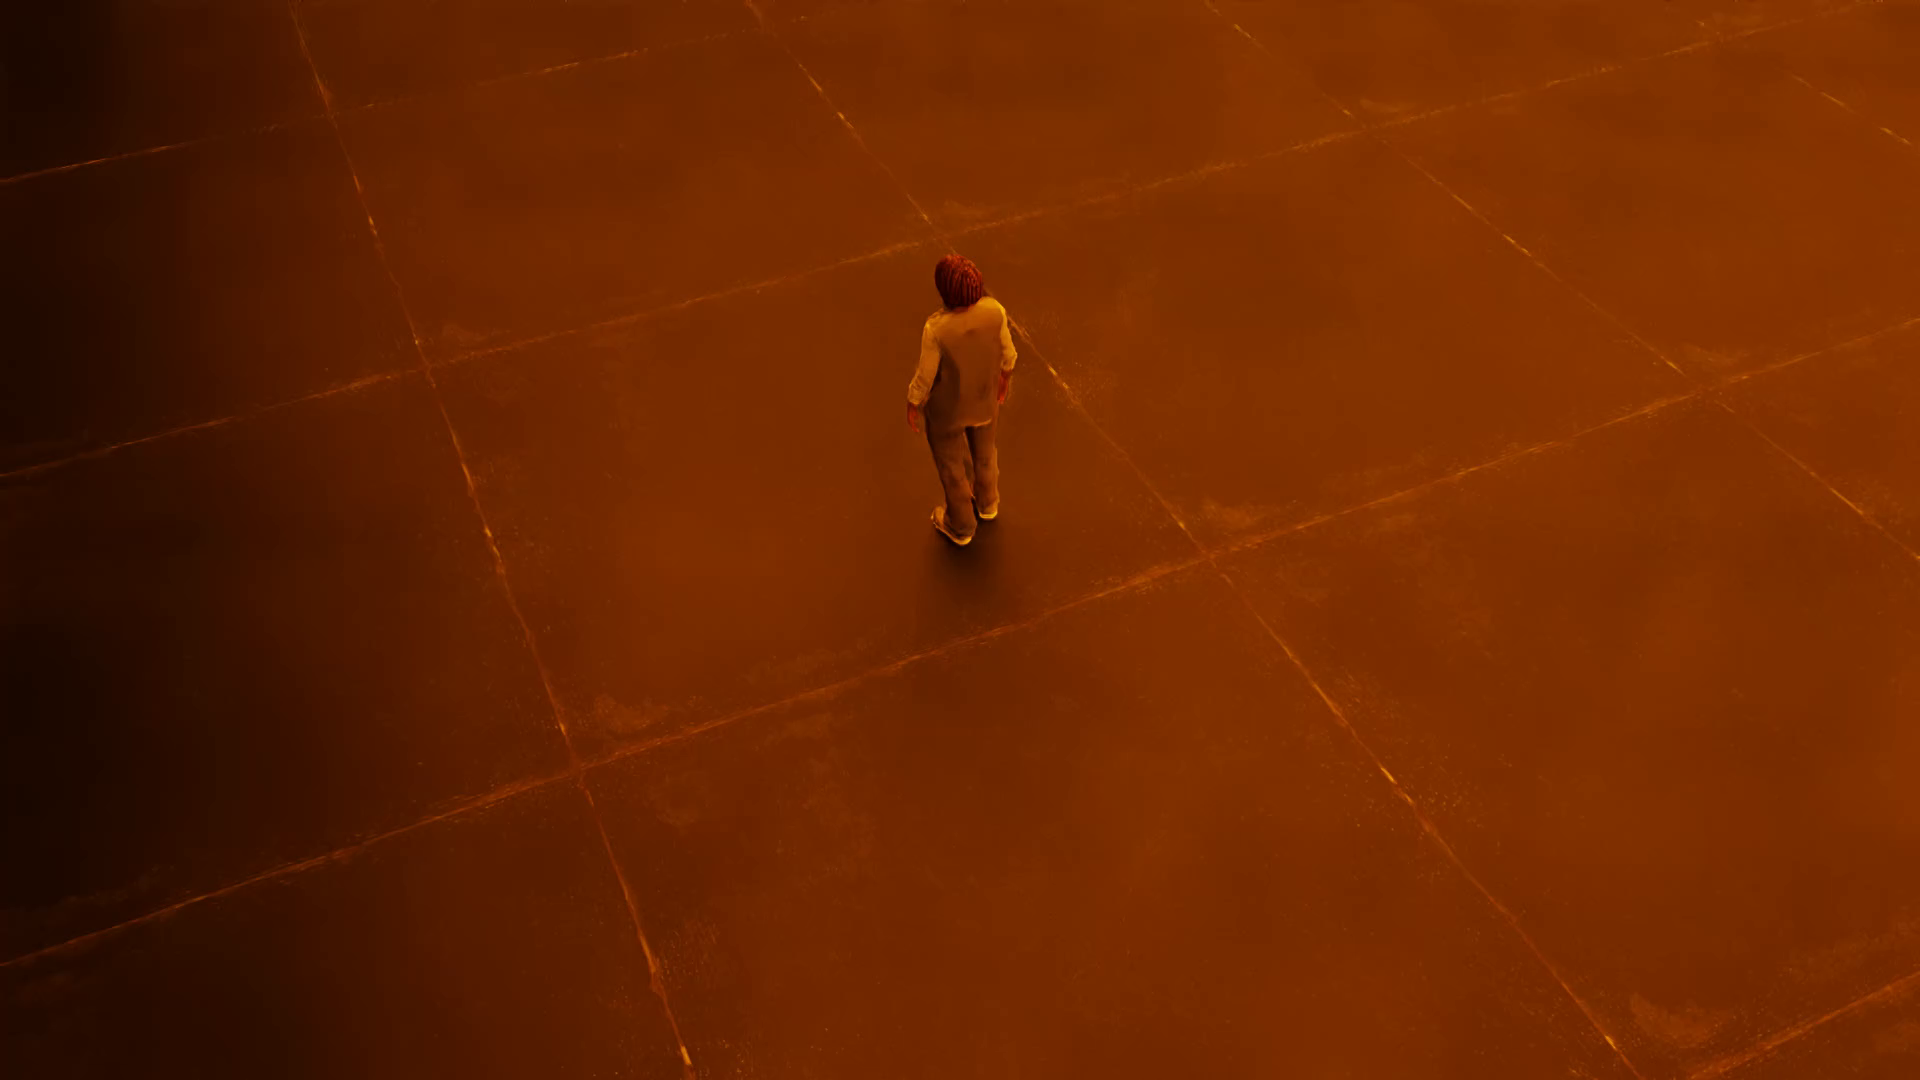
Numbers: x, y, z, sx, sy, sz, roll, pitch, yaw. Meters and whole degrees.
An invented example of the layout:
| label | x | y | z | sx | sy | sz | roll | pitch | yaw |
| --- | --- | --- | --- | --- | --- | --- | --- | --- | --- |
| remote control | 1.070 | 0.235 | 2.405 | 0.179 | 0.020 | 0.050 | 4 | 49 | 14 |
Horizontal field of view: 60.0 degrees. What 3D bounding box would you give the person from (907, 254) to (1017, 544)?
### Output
| label | x | y | z | sx | sy | sz | roll | pitch | yaw |
| --- | --- | --- | --- | --- | --- | --- | --- | --- | --- |
| person | -0.019 | -0.639 | 7.332 | 0.521 | 1.597 | 0.474 | -18 | 46 | -18 |
